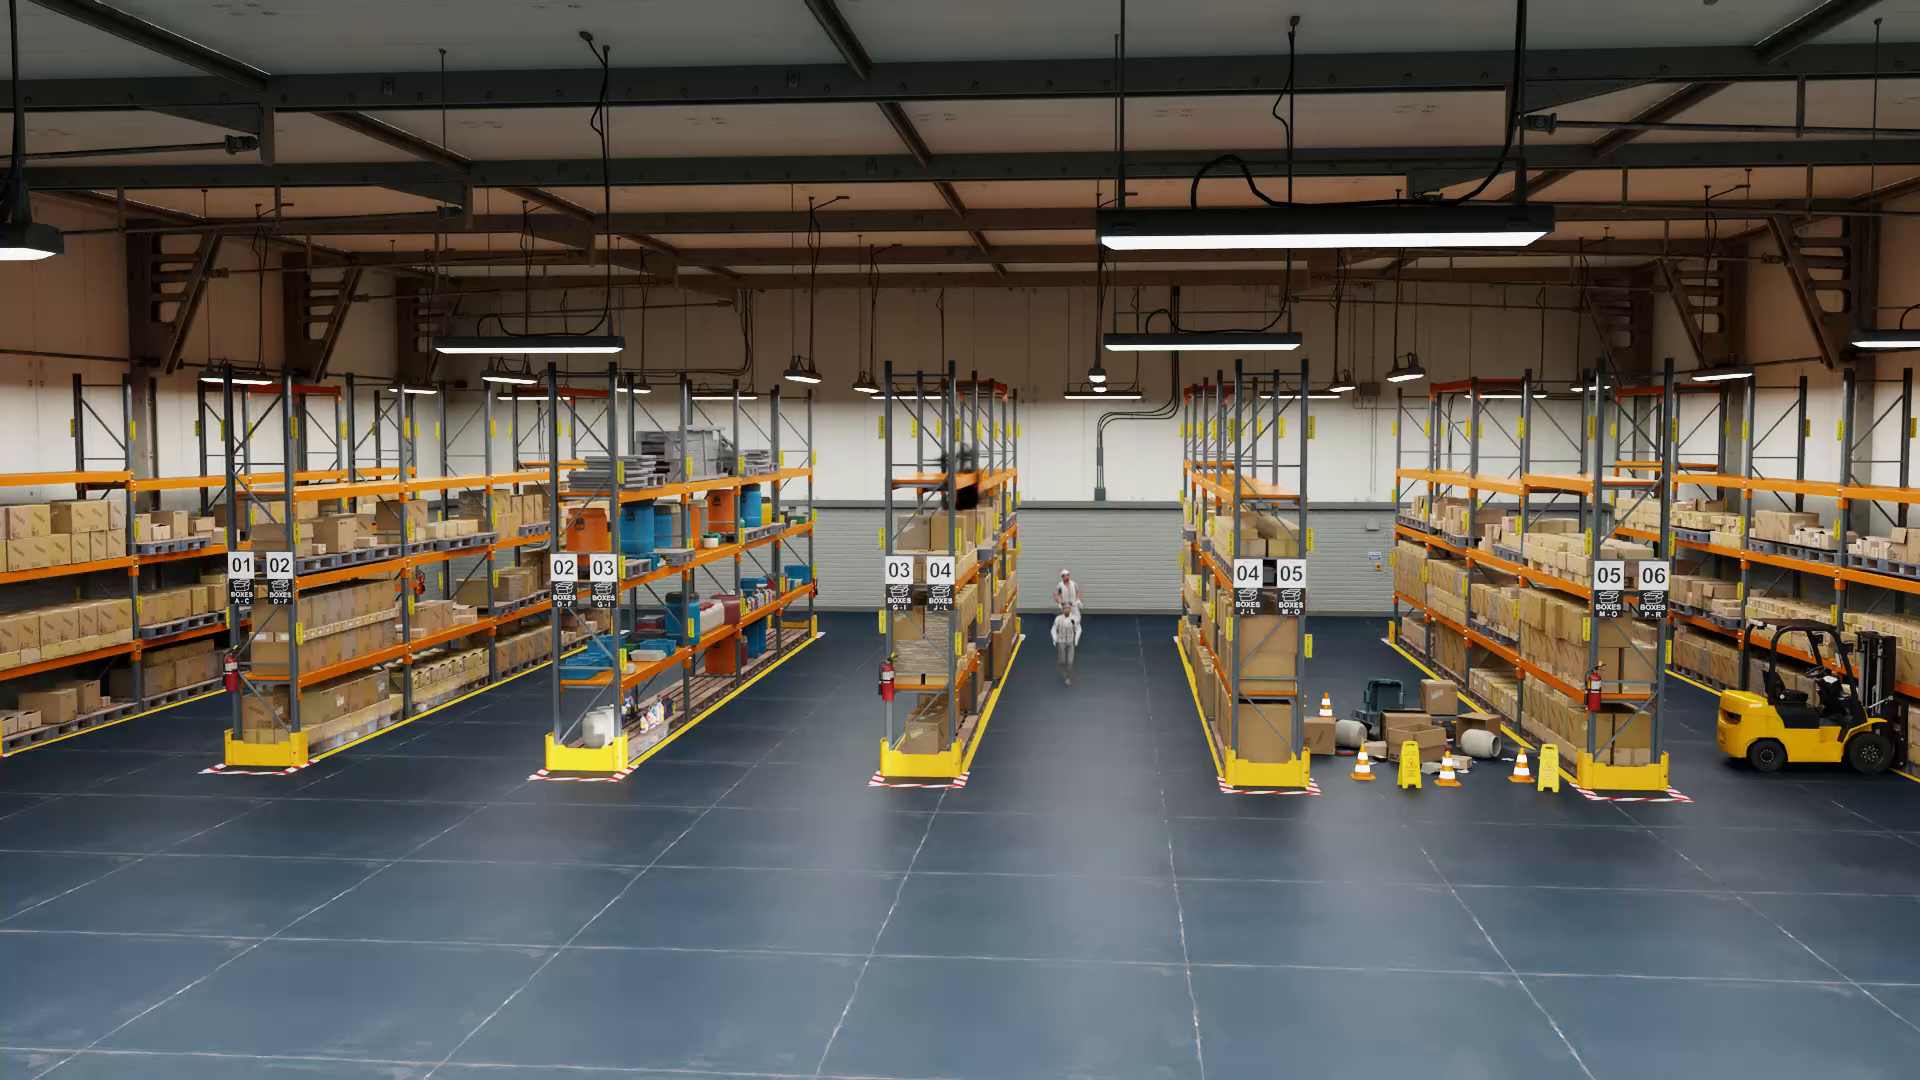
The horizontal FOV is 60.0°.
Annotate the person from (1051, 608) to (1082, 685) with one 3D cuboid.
[{"bbox_3d":[2.115,2.041,32.998,0.607,1.606,0.591,0,4,1],"label":"person"}]

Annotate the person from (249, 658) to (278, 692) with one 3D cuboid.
[{"bbox_3d":[-11.892,2.330,28.496,0.603,1.596,0.571,0,4,-3],"label":"person"}]

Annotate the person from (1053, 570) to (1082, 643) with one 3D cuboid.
[{"bbox_3d":[2.547,1.569,39.138,0.707,1.730,0.544,-1,4,-11],"label":"person"}]
